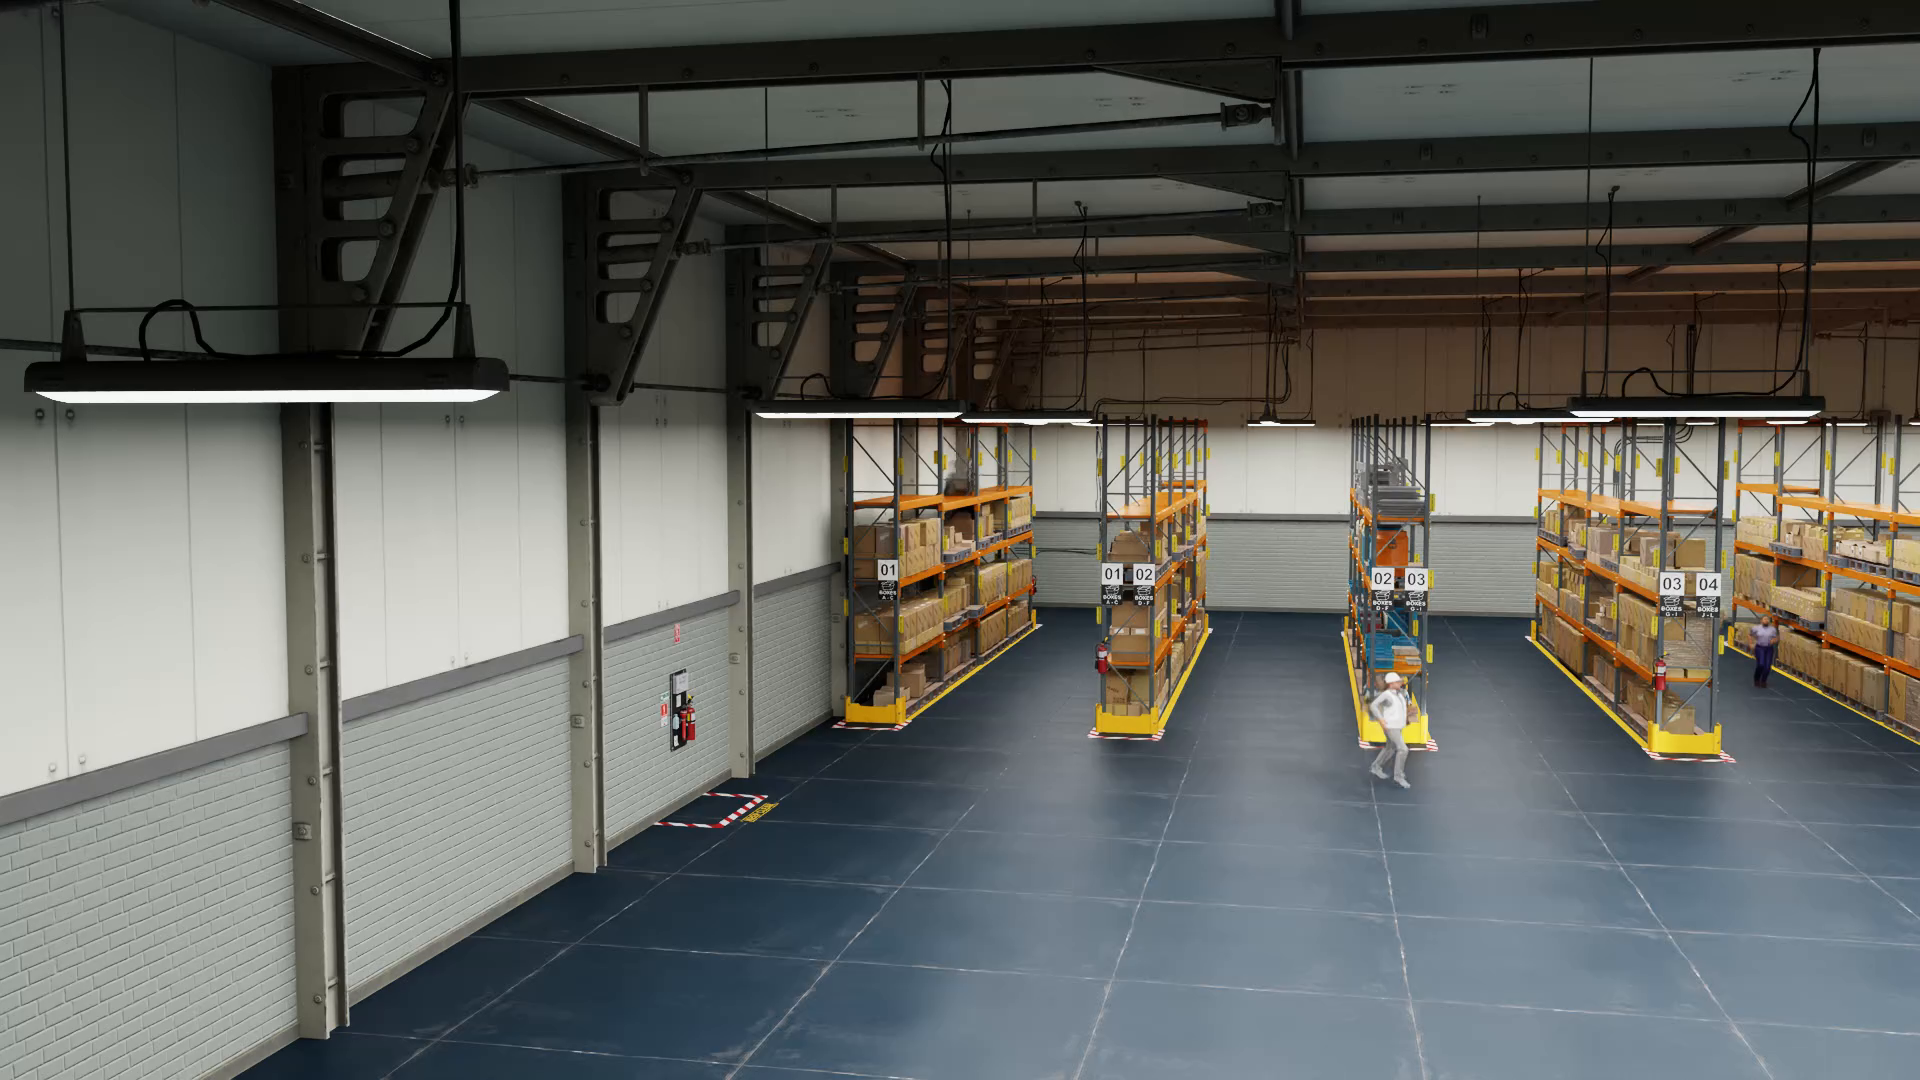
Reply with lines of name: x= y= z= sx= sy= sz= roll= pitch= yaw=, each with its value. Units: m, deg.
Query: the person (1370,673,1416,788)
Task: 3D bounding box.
person: x=6.971 y=3.050 z=26.805 sx=0.776 sy=1.831 sz=0.630 roll=3 pitch=5 yaw=37

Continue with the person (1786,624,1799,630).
person: x=22.370 y=1.907 z=44.548 sx=0.675 sy=1.753 sz=0.597 roll=0 pitch=4 yaw=-5

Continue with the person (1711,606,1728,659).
person: x=18.602 y=2.167 z=40.942 sx=0.557 sy=1.637 sz=0.604 roll=1 pitch=4 yaw=14

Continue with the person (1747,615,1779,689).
person: x=17.729 y=2.468 z=36.656 sx=0.586 sy=1.640 sz=0.654 roll=1 pitch=4 yaw=9
